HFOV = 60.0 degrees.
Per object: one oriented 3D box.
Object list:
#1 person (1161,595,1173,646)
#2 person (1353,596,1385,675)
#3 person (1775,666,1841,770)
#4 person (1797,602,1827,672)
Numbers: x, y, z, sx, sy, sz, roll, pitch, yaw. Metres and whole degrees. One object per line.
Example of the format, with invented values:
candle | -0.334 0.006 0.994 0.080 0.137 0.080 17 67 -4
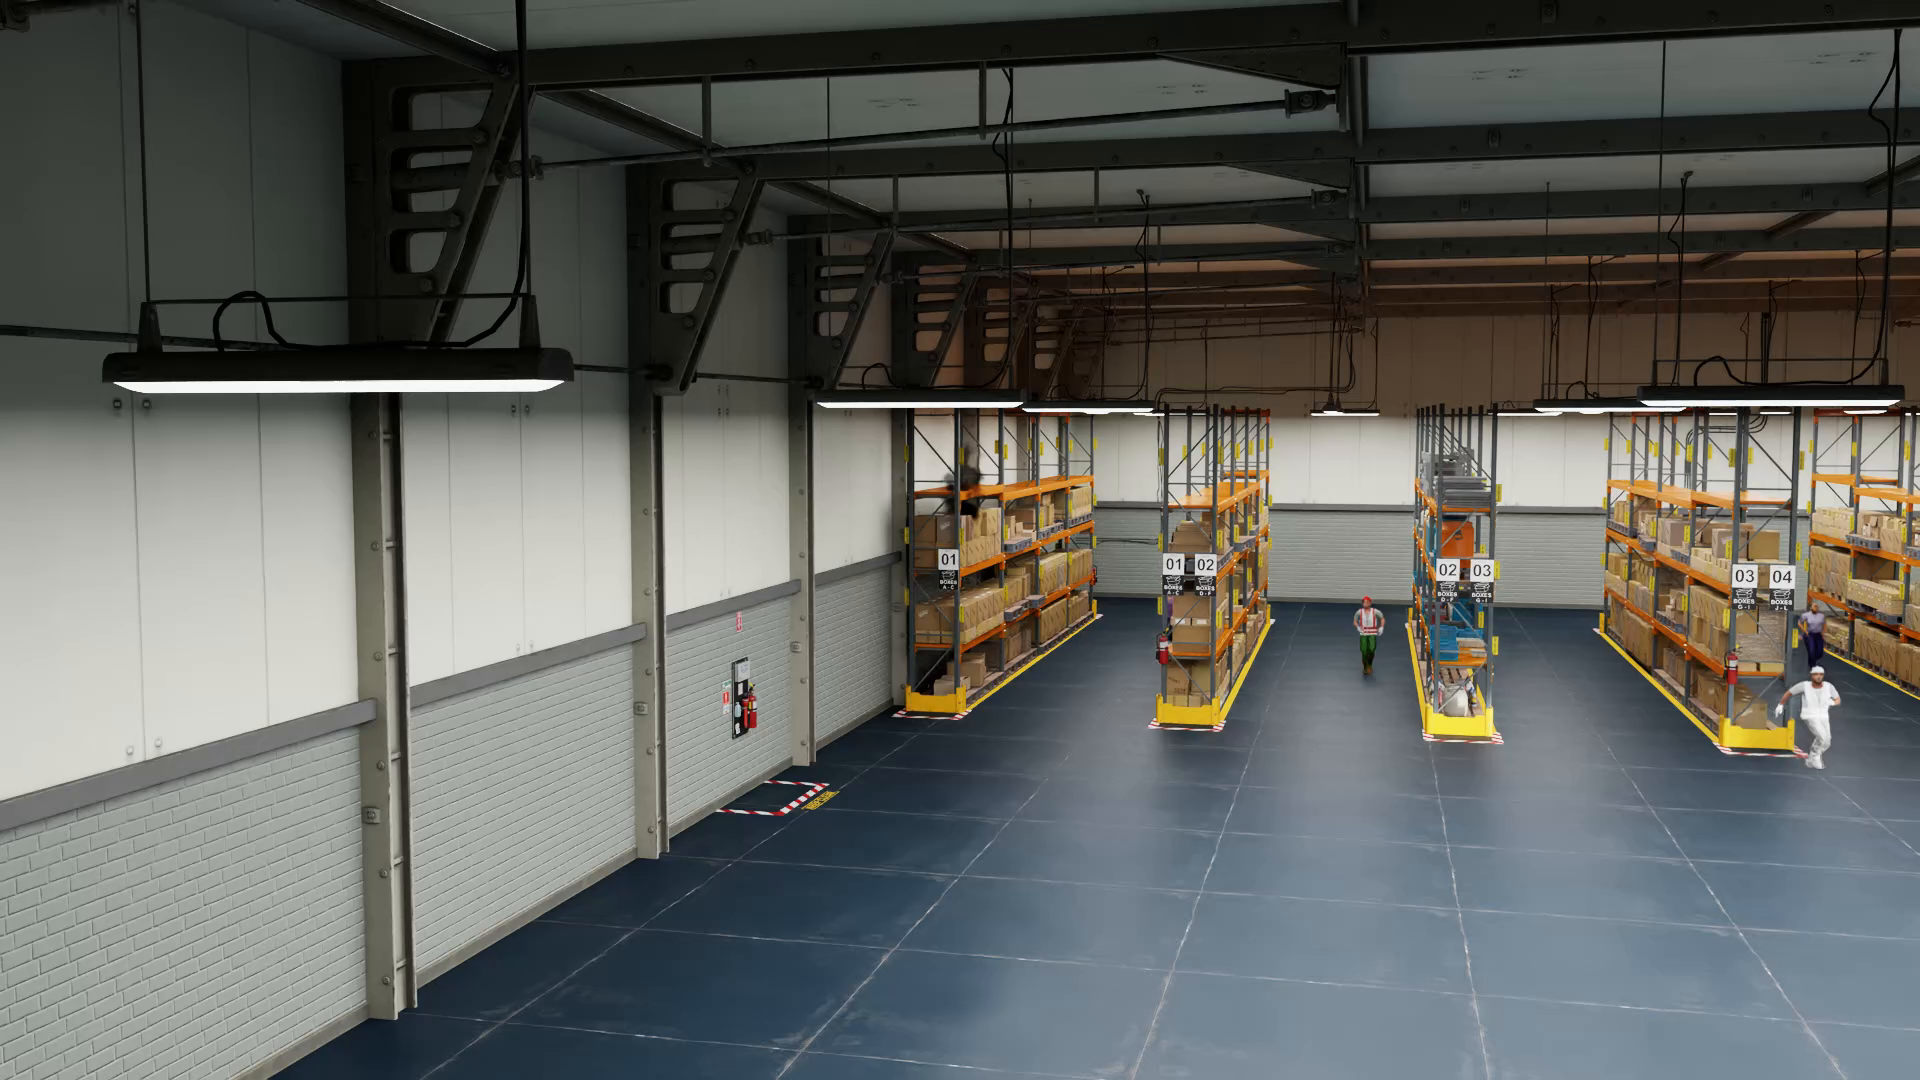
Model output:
person | 5.167 1.942 40.999 0.528 1.626 0.768 1 4 8
person | 9.121 2.137 37.168 0.673 1.751 0.656 1 4 19
person | 13.926 2.900 27.214 0.778 1.701 0.814 -1 4 -11
person | 19.188 2.193 37.453 0.614 1.618 0.598 1 4 8
